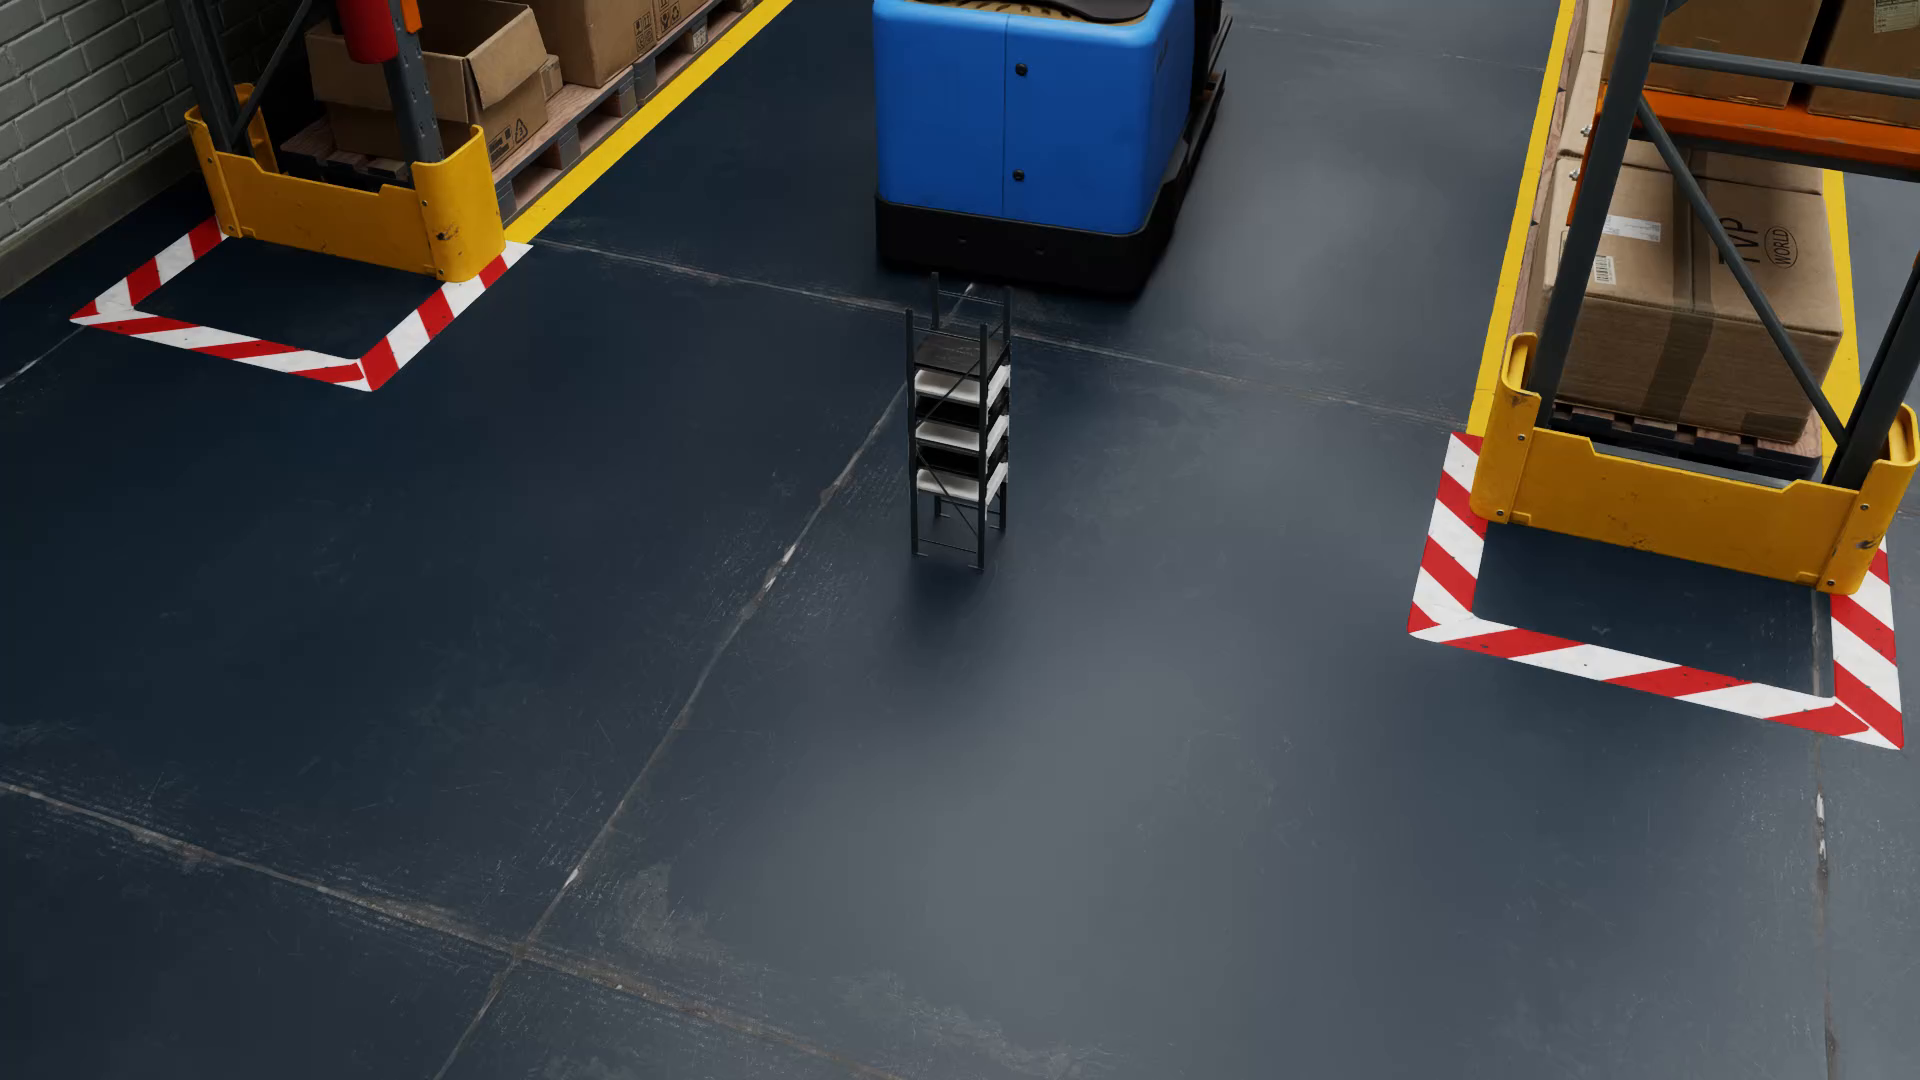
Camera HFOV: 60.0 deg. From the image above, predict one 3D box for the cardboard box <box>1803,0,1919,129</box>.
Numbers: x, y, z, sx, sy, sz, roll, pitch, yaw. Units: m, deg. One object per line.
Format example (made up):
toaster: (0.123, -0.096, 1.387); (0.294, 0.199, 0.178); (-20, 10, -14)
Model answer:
cardboard box: (2.679, -1.476, 4.592); (0.500, 0.500, 0.500); (13, 42, 15)

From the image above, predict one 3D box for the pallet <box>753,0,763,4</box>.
pallet: (-1.289, -3.268, 8.918); (1.003, 0.211, 1.213); (13, 42, 15)

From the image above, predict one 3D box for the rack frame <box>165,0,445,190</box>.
rack frame: (-2.421, -2.308, 5.644); (1.000, 3.000, 0.127); (13, 42, 15)

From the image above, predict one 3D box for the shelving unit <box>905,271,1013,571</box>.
shelving unit: (-0.003, -0.337, 4.952); (0.258, 0.900, 0.210); (13, 42, 15)

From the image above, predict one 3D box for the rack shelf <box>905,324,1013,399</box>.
rack shelf: (-0.003, -0.517, 4.799); (0.258, 0.077, 0.200); (13, 42, 15)

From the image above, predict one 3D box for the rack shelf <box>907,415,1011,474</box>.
rack shelf: (-0.003, -0.312, 4.974); (0.258, 0.077, 0.200); (13, 42, 15)

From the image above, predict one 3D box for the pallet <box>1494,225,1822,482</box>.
pallet: (2.445, -0.653, 5.853); (1.003, 0.211, 1.213); (13, 42, 15)

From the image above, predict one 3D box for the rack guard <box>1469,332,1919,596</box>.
rack guard: (2.237, -0.243, 5.150); (1.175, 0.500, 0.348); (13, 42, 15)

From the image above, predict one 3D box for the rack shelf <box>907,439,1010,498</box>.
rack shelf: (-0.003, -0.244, 5.032); (0.258, 0.077, 0.200); (13, 42, 15)

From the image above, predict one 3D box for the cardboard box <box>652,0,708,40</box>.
cardboard box: (-1.519, -2.682, 7.685); (0.500, 0.500, 0.500); (14, 42, 16)

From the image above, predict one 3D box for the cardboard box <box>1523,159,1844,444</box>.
cardboard box: (2.377, -0.819, 5.549); (0.875, 0.438, 0.875); (12, 42, 14)

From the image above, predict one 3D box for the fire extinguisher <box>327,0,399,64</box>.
fire extinguisher: (-2.037, -1.945, 5.565); (0.296, 0.674, 0.183); (13, 42, 15)

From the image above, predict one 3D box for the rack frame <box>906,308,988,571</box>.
rack frame: (-0.038, -0.275, 4.879); (0.240, 0.900, 0.006); (13, 42, 15)

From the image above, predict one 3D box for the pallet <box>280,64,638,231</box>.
pallet: (-2.123, -1.780, 7.174); (1.003, 0.211, 1.213); (13, 42, 15)

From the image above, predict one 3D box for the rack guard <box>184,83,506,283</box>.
rack guard: (-2.395, -1.404, 6.510); (1.175, 0.500, 0.348); (13, 42, 15)

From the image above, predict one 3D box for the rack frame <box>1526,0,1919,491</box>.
rack frame: (2.245, -1.209, 4.356); (1.000, 3.000, 0.127); (13, 42, 15)

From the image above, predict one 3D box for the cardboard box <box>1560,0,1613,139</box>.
cardboard box: (2.992, -1.928, 6.850); (0.875, 0.438, 0.875); (12, 42, 14)

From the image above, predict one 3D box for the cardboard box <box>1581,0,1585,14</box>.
cardboard box: (3.297, -2.474, 7.490); (0.875, 0.438, 0.875); (13, 42, 14)

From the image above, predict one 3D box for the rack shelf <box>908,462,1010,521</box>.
rack shelf: (-0.003, -0.175, 5.091); (0.258, 0.077, 0.200); (13, 42, 15)

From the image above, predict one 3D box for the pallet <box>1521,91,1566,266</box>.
pallet: (2.864, -1.395, 6.722); (1.003, 0.211, 1.213); (13, 42, 15)

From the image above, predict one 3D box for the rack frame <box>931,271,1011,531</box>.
rack frame: (0.032, -0.399, 5.025); (0.240, 0.900, 0.006); (13, 42, 15)

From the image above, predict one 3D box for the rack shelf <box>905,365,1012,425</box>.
rack shelf: (-0.003, -0.449, 4.857); (0.258, 0.077, 0.200); (13, 42, 15)

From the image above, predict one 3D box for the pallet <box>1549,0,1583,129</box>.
pallet: (3.279, -2.141, 7.597); (1.003, 0.211, 1.213); (13, 42, 15)

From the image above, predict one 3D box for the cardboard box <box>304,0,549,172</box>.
cardboard box: (-2.123, -1.870, 6.731); (0.797, 0.503, 0.637); (12, 42, 13)

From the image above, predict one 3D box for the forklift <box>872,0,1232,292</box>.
forklift: (0.573, -3.008, 6.517); (1.130, 2.935, 3.031); (11, 42, 12)

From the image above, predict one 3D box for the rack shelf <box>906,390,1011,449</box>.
rack shelf: (-0.003, -0.381, 4.915); (0.258, 0.077, 0.200); (13, 42, 15)

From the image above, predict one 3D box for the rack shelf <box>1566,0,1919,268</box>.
rack shelf: (2.929, -2.155, 6.019); (1.077, 0.370, 4.000); (13, 42, 15)

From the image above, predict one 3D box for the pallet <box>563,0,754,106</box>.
pallet: (-1.704, -2.522, 8.043); (1.003, 0.211, 1.213); (13, 42, 15)

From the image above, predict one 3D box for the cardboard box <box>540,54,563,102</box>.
cardboard box: (-1.941, -1.986, 7.140); (0.380, 0.149, 0.250); (12, 42, 13)

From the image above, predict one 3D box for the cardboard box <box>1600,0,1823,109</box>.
cardboard box: (2.161, -1.600, 4.737); (0.500, 0.500, 0.500); (14, 42, 15)

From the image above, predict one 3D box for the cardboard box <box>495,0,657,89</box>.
cardboard box: (-1.794, -2.382, 7.333); (0.700, 0.500, 0.500); (15, 43, 17)

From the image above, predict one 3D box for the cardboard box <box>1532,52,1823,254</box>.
cardboard box: (2.682, -1.379, 6.205); (0.875, 0.438, 0.875); (14, 43, 16)

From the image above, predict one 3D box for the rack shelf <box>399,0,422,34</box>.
rack shelf: (-1.737, -3.254, 7.308); (1.077, 0.370, 4.000); (13, 42, 15)
